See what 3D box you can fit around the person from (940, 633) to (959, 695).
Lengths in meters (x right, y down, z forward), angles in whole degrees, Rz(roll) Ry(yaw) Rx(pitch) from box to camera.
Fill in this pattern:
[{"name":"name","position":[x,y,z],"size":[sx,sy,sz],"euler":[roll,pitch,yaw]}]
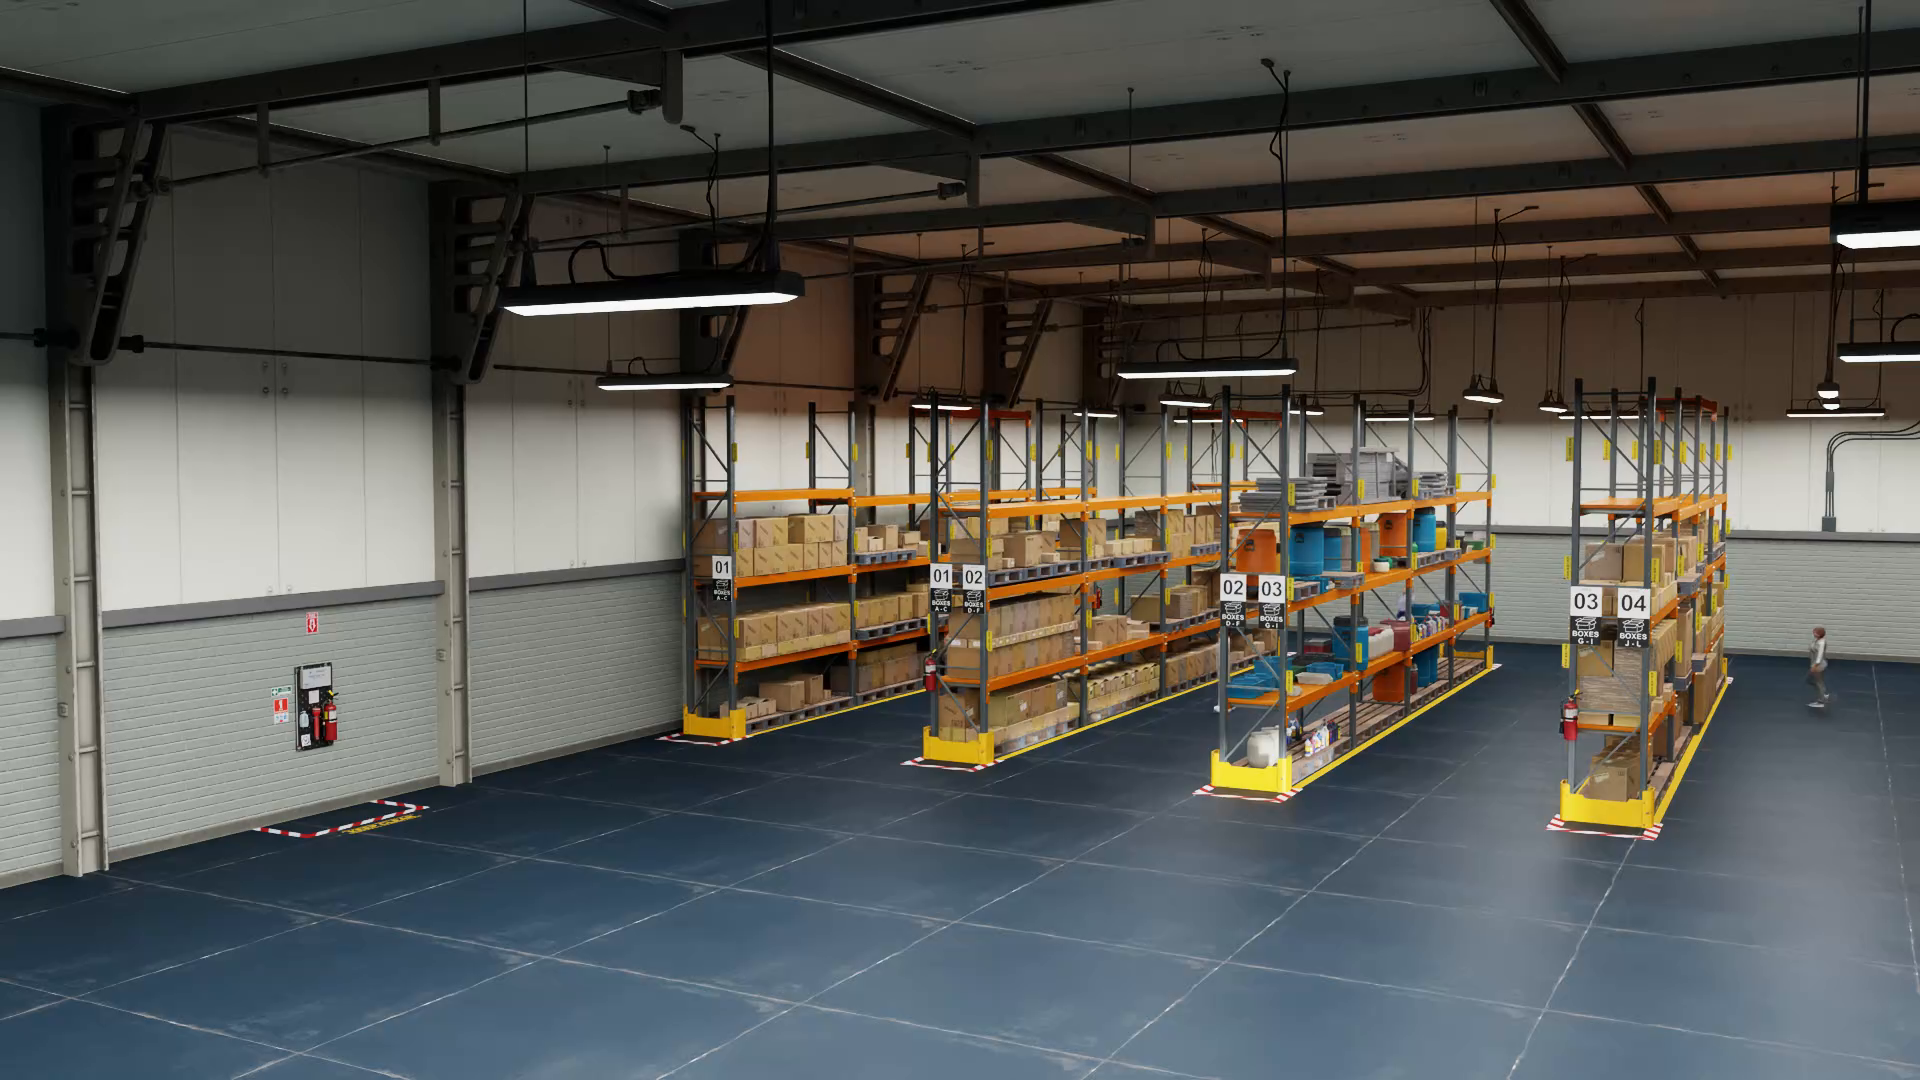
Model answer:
[{"name":"person","position":[-0.186,2.547,30.140],"size":[0.418,1.727,0.573],"euler":[1,3,20]}]

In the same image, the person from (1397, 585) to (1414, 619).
[{"name":"person","position":[11.405,1.952,42.550],"size":[0.816,1.615,0.496],"euler":[-1,3,-26]}]

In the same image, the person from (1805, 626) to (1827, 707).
[{"name":"person","position":[16.743,2.480,32.537],"size":[0.400,1.593,0.468],"euler":[2,4,34]}]

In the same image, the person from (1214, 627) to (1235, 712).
[{"name":"person","position":[5.110,2.468,32.165],"size":[0.381,1.675,0.484],"euler":[0,3,1]}]
